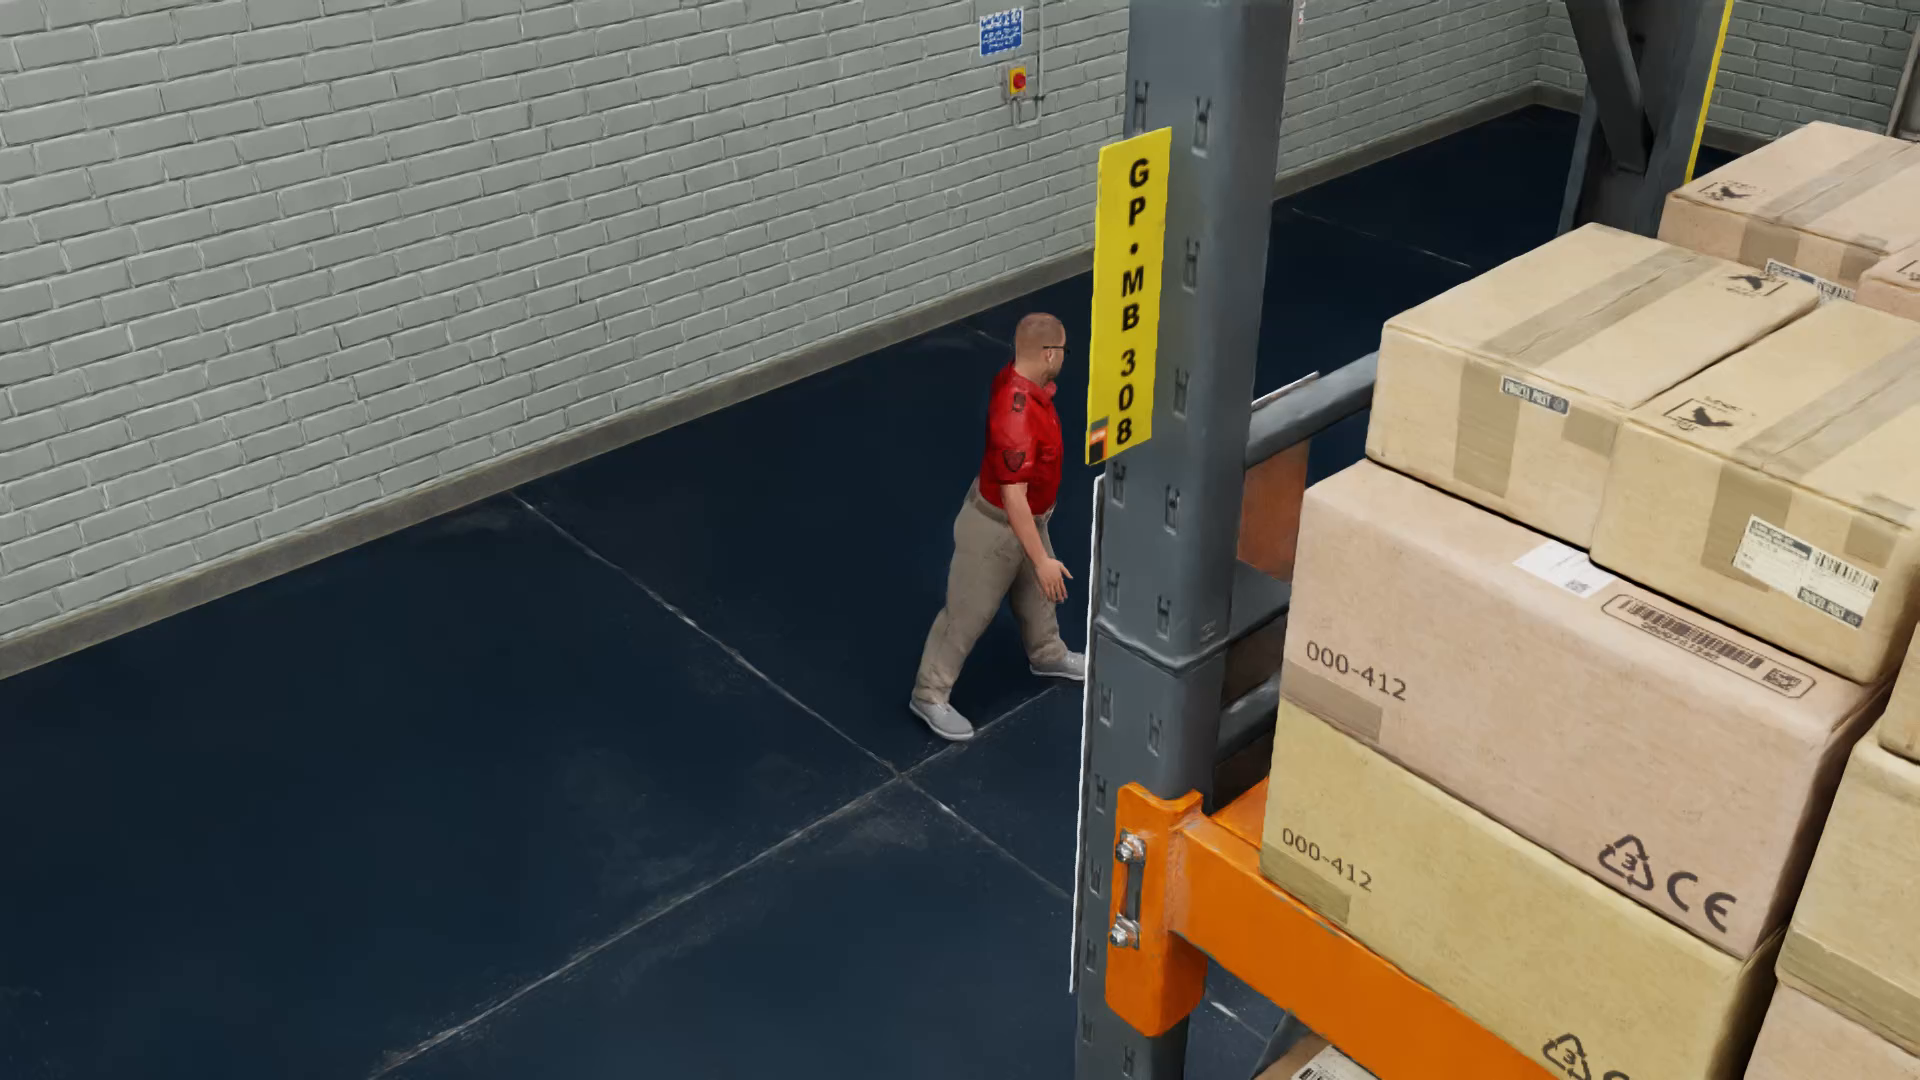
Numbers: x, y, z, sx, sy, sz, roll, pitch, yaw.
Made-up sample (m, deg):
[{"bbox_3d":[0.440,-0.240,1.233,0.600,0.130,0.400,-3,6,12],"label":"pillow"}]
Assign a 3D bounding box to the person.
[{"bbox_3d":[0.191,-0.055,6.258,0.757,1.690,0.677,6,32,9],"label":"person"}]
